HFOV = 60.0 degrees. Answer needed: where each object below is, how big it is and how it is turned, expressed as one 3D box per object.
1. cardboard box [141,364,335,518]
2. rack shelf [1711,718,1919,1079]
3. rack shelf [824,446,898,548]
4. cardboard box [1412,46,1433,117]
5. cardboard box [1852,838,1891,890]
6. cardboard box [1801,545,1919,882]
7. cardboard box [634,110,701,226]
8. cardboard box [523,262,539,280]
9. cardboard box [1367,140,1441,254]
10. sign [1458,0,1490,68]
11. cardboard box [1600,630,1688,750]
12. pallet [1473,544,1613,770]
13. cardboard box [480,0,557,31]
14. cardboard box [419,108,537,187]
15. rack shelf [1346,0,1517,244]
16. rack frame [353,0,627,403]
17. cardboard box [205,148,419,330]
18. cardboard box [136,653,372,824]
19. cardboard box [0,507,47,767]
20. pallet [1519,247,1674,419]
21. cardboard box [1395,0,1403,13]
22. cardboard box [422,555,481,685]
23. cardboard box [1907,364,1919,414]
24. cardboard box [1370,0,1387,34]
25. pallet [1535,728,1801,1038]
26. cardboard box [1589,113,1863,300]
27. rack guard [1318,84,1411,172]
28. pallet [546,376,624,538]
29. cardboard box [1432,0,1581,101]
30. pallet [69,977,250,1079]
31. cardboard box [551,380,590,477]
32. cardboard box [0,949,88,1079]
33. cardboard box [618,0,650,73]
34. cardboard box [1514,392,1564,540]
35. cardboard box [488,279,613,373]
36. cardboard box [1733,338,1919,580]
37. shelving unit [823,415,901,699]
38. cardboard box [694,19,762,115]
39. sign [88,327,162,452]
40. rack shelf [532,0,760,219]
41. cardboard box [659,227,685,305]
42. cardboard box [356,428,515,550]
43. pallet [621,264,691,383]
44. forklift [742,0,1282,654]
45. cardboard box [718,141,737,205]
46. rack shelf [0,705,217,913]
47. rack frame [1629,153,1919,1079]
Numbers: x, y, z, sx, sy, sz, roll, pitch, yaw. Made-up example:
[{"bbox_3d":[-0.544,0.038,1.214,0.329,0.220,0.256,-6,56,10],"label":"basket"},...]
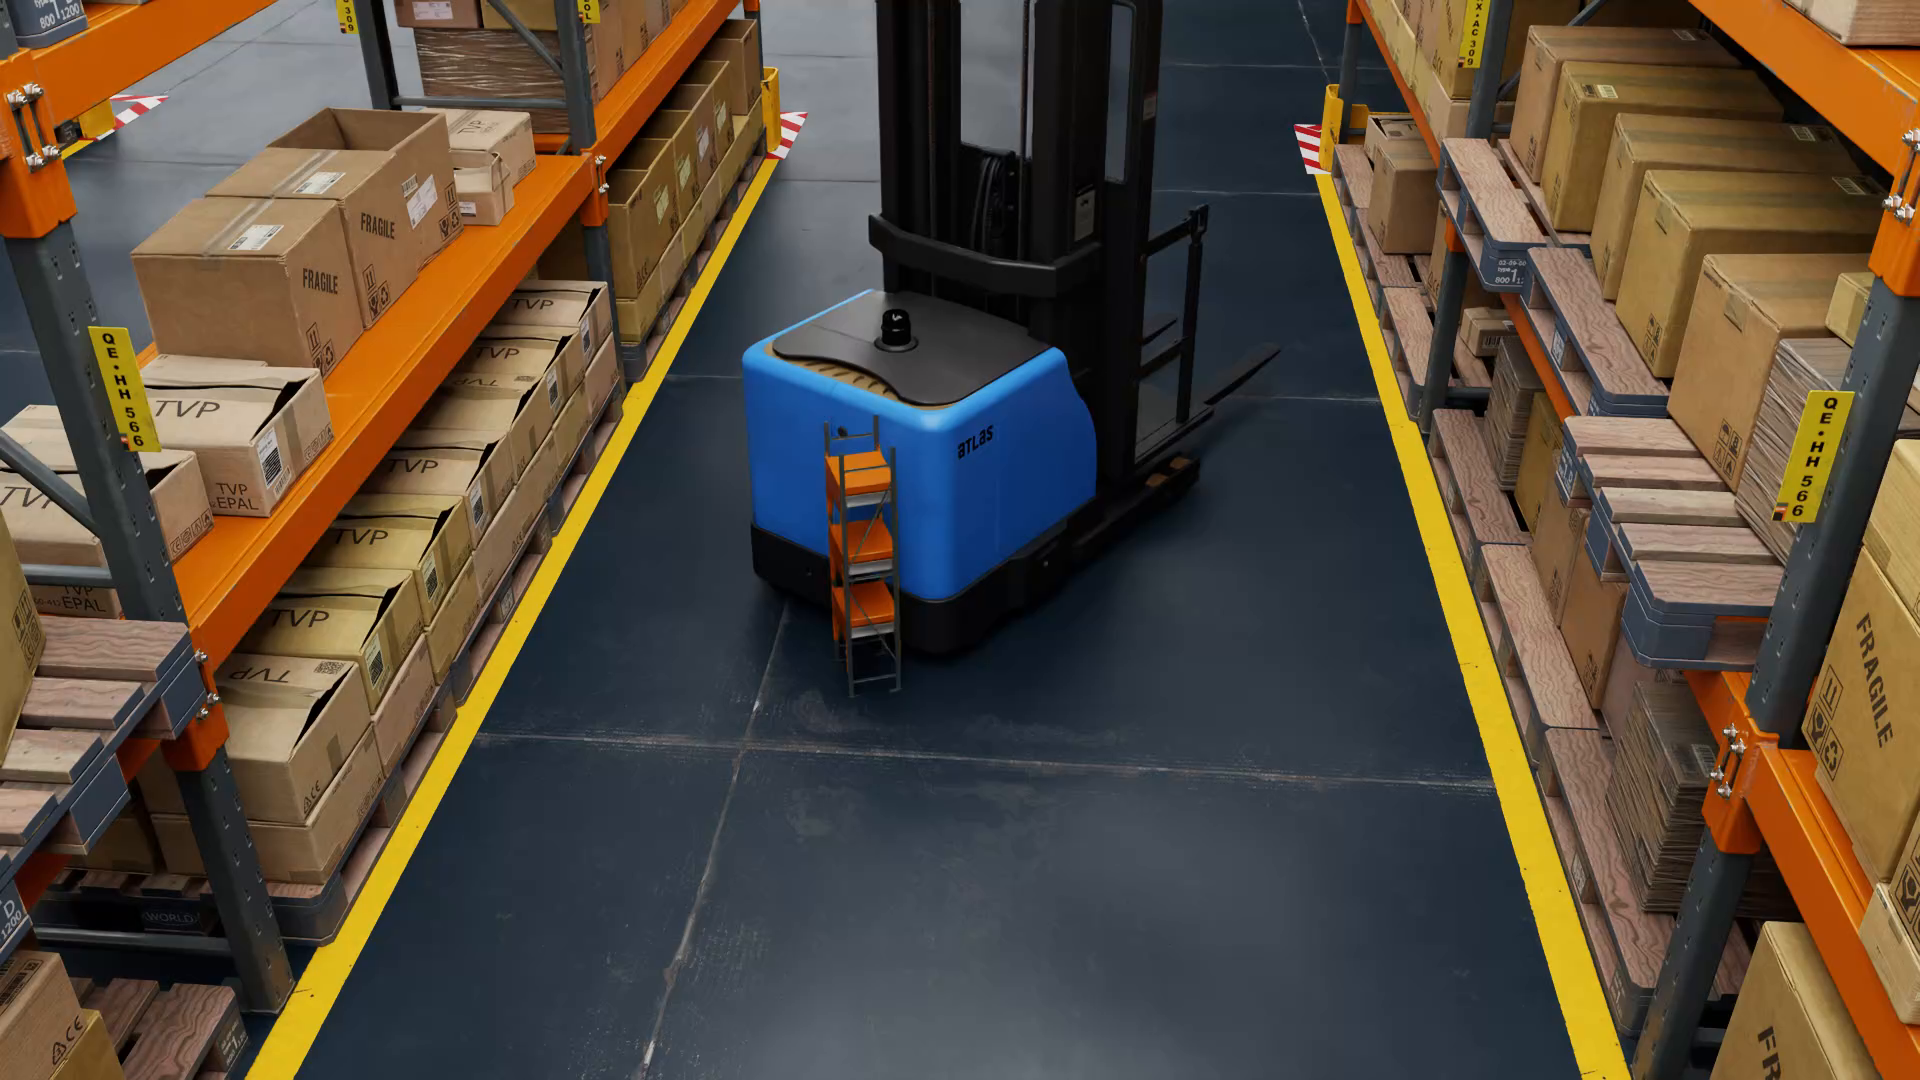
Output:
[{"bbox_3d":[-2.254,-0.334,5.017,0.500,0.311,0.500,2,32,3],"label":"cardboard box"},{"bbox_3d":[2.255,1.649,2.400,1.077,0.370,4.000,2,32,4],"label":"rack shelf"},{"bbox_3d":[-0.356,-0.158,5.985,0.215,0.259,0.240,-9,33,-14],"label":"rack shelf"},{"bbox_3d":[2.529,-2.260,8.182,0.500,0.250,0.500,3,32,4],"label":"cardboard box"},{"bbox_3d":[2.131,0.689,3.493,0.380,0.149,0.250,3,32,5],"label":"cardboard box"},{"bbox_3d":[2.123,0.363,3.404,0.500,0.500,0.500,3,32,5],"label":"cardboard box"},{"bbox_3d":[-1.763,-2.083,9.277,0.500,0.500,0.500,2,32,4],"label":"cardboard box"},{"bbox_3d":[-2.374,-1.264,8.662,0.500,0.250,0.500,2,32,4],"label":"cardboard box"},{"bbox_3d":[2.767,-1.971,9.553,0.700,0.500,0.500,1,32,1],"label":"cardboard box"},{"bbox_3d":[2.202,-2.182,7.106,0.100,0.325,0.005,2,32,4],"label":"sign"},{"bbox_3d":[2.583,0.531,5.492,0.700,0.500,0.500,2,32,4],"label":"cardboard box"},{"bbox_3d":[2.585,0.440,6.335,1.003,0.211,1.213,2,32,4],"label":"pallet"},{"bbox_3d":[-1.979,-2.455,7.661,0.380,0.149,0.250,2,32,4],"label":"cardboard box"},{"bbox_3d":[-2.190,-1.681,7.261,0.500,0.250,0.500,4,32,7],"label":"cardboard box"},{"bbox_3d":[2.907,-2.534,9.188,1.077,0.370,4.000,2,32,4],"label":"rack shelf"},{"bbox_3d":[-2.194,-2.004,7.643,1.000,3.000,0.127,2,32,4],"label":"rack frame"},{"bbox_3d":[-2.356,-1.108,6.094,0.500,0.500,0.500,3,32,4],"label":"cardboard box"},{"bbox_3d":[-2.184,0.579,5.137,0.500,0.311,0.500,3,32,6],"label":"cardboard box"},{"bbox_3d":[-2.458,0.201,3.570,0.700,0.500,0.500,-8,33,-13],"label":"cardboard box"},{"bbox_3d":[2.538,-0.658,5.641,1.003,0.211,1.213,2,32,4],"label":"pallet"},{"bbox_3d":[2.602,-3.115,8.854,0.500,0.500,0.500,3,32,6],"label":"cardboard box"},{"bbox_3d":[-2.108,0.283,6.152,0.500,0.250,0.500,2,32,3],"label":"cardboard box"},{"bbox_3d":[2.416,-0.390,3.891,0.380,0.149,0.250,-2,32,-2],"label":"cardboard box"},{"bbox_3d":[2.638,-3.051,9.465,0.500,0.250,0.500,2,32,3],"label":"cardboard box"},{"bbox_3d":[2.483,1.076,5.303,1.003,0.211,1.213,2,32,4],"label":"pallet"},{"bbox_3d":[2.593,-1.122,5.697,0.700,0.500,0.500,7,32,11],"label":"cardboard box"},{"bbox_3d":[3.063,-2.782,11.288,1.175,0.500,0.348,2,32,4],"label":"rack guard"},{"bbox_3d":[-2.215,-0.430,7.746,1.003,0.211,1.213,2,32,4],"label":"pallet"},{"bbox_3d":[2.474,-2.319,7.562,0.500,0.500,0.500,2,32,4],"label":"cardboard box"},{"bbox_3d":[-2.618,1.664,4.349,1.003,0.211,1.213,2,32,4],"label":"pallet"},{"bbox_3d":[-1.982,-0.518,7.453,0.500,0.250,0.500,2,32,3],"label":"cardboard box"},{"bbox_3d":[-2.362,1.174,3.734,0.500,0.250,0.500,4,32,6],"label":"cardboard box"},{"bbox_3d":[-2.083,-2.817,8.867,0.700,0.500,0.500,3,32,5],"label":"cardboard box"},{"bbox_3d":[2.708,-0.259,6.775,0.700,0.500,0.500,2,32,3],"label":"cardboard box"},{"bbox_3d":[-1.941,-1.027,7.743,0.500,0.311,0.500,2,32,4],"label":"cardboard box"},{"bbox_3d":[2.446,-0.179,4.166,0.700,0.500,0.500,-1,32,-2],"label":"cardboard box"},{"bbox_3d":[-0.356,0.075,6.128,0.215,1.050,0.252,-9,33,-14],"label":"shelving unit"},{"bbox_3d":[-1.615,-3.130,10.975,0.500,0.500,0.500,2,32,4],"label":"cardboard box"},{"bbox_3d":[-1.978,-0.353,3.936,0.100,0.325,0.005,2,32,4],"label":"sign"},{"bbox_3d":[-2.031,-2.743,9.528,1.077,0.370,4.000,2,32,4],"label":"rack shelf"},{"bbox_3d":[-1.808,-1.503,9.050,0.500,0.250,0.500,2,32,4],"label":"cardboard box"},{"bbox_3d":[-2.065,-0.231,6.452,0.500,0.311,0.500,2,32,3],"label":"cardboard box"},{"bbox_3d":[-2.087,-1.231,9.046,1.003,0.211,1.213,2,32,4],"label":"pallet"},{"bbox_3d":[0.441,-1.522,6.926,1.130,2.935,3.031,22,38,31],"label":"forklift"},{"bbox_3d":[-1.685,-2.287,10.323,0.500,0.250,0.500,2,32,4],"label":"cardboard box"},{"bbox_3d":[-2.682,1.440,2.740,1.077,0.370,4.000,2,32,4],"label":"rack shelf"},{"bbox_3d":[2.418,0.297,3.908,1.000,3.000,0.127,2,32,4],"label":"rack frame"}]
